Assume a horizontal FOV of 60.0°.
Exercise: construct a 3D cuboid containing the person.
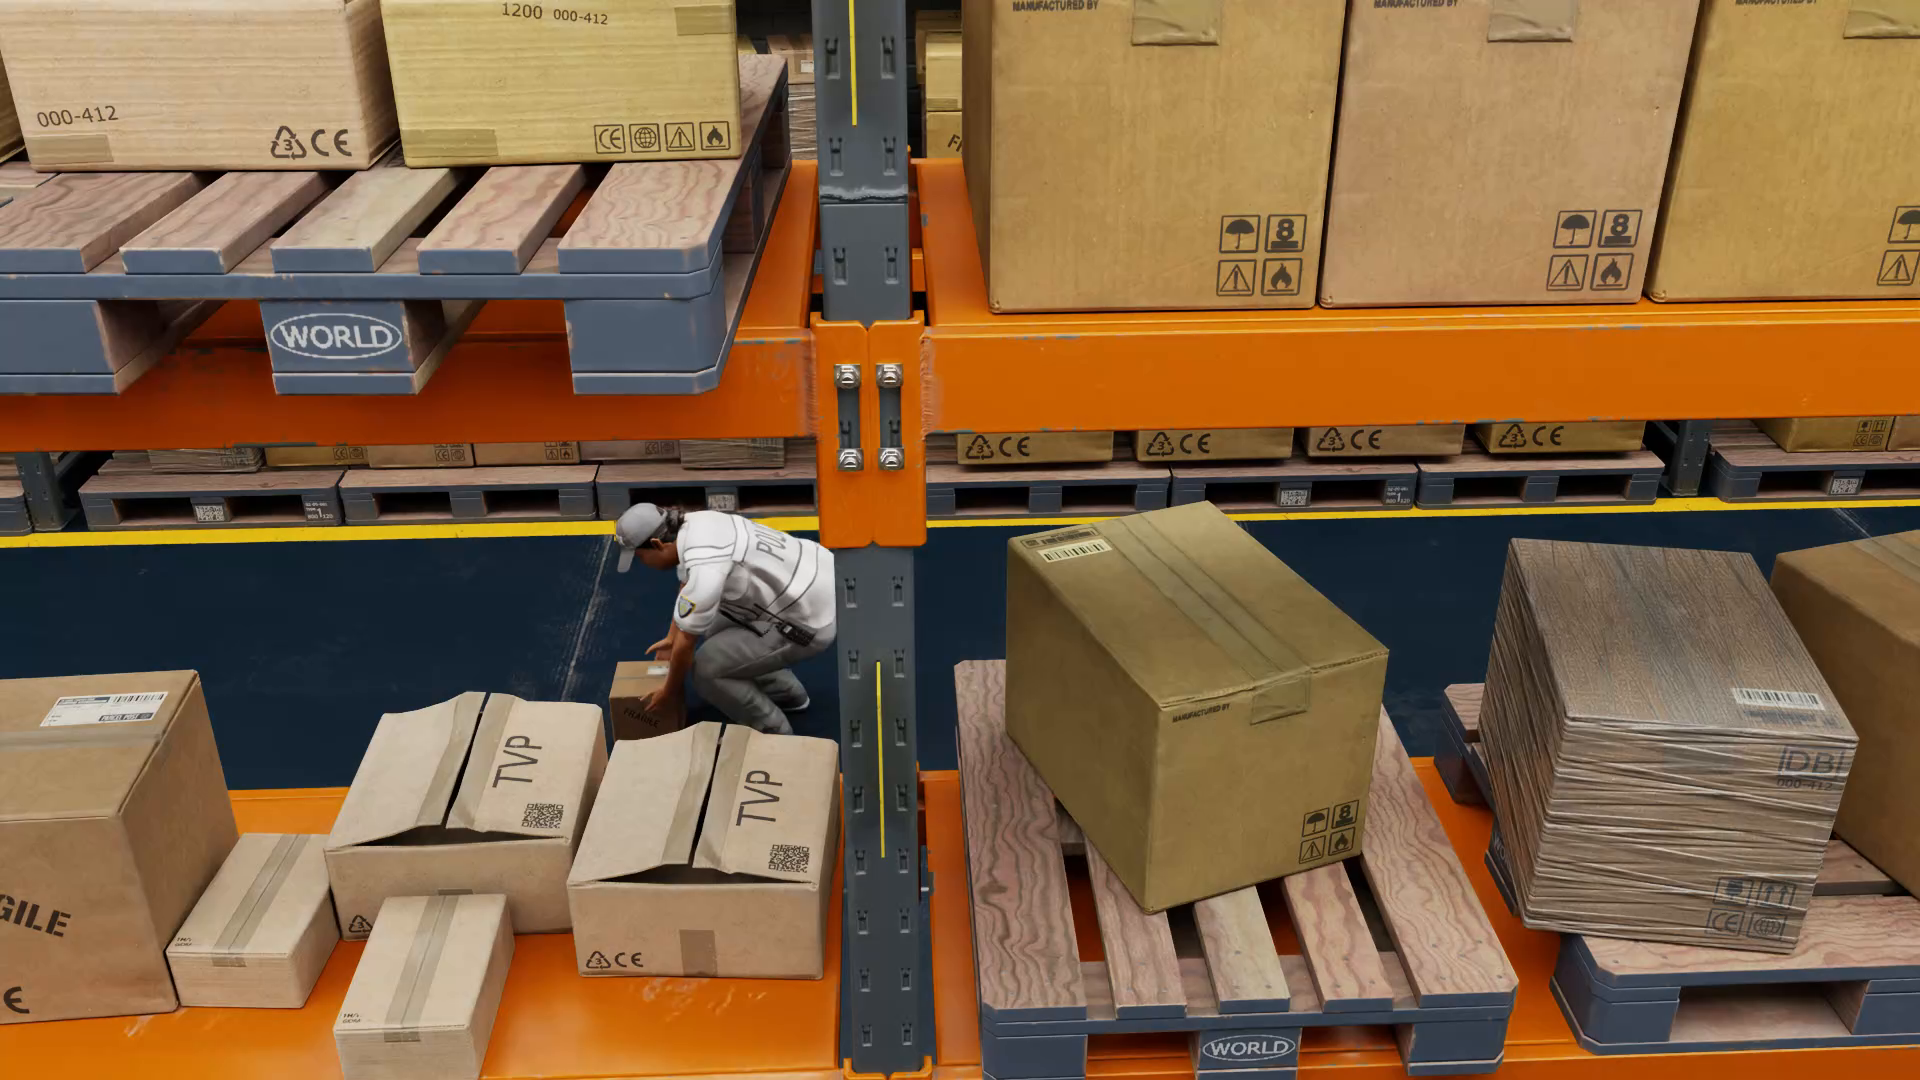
[{"bbox_3d":[-0.830,0.303,6.246,0.843,1.016,0.530,-1,28,-3],"label":"person"}]
